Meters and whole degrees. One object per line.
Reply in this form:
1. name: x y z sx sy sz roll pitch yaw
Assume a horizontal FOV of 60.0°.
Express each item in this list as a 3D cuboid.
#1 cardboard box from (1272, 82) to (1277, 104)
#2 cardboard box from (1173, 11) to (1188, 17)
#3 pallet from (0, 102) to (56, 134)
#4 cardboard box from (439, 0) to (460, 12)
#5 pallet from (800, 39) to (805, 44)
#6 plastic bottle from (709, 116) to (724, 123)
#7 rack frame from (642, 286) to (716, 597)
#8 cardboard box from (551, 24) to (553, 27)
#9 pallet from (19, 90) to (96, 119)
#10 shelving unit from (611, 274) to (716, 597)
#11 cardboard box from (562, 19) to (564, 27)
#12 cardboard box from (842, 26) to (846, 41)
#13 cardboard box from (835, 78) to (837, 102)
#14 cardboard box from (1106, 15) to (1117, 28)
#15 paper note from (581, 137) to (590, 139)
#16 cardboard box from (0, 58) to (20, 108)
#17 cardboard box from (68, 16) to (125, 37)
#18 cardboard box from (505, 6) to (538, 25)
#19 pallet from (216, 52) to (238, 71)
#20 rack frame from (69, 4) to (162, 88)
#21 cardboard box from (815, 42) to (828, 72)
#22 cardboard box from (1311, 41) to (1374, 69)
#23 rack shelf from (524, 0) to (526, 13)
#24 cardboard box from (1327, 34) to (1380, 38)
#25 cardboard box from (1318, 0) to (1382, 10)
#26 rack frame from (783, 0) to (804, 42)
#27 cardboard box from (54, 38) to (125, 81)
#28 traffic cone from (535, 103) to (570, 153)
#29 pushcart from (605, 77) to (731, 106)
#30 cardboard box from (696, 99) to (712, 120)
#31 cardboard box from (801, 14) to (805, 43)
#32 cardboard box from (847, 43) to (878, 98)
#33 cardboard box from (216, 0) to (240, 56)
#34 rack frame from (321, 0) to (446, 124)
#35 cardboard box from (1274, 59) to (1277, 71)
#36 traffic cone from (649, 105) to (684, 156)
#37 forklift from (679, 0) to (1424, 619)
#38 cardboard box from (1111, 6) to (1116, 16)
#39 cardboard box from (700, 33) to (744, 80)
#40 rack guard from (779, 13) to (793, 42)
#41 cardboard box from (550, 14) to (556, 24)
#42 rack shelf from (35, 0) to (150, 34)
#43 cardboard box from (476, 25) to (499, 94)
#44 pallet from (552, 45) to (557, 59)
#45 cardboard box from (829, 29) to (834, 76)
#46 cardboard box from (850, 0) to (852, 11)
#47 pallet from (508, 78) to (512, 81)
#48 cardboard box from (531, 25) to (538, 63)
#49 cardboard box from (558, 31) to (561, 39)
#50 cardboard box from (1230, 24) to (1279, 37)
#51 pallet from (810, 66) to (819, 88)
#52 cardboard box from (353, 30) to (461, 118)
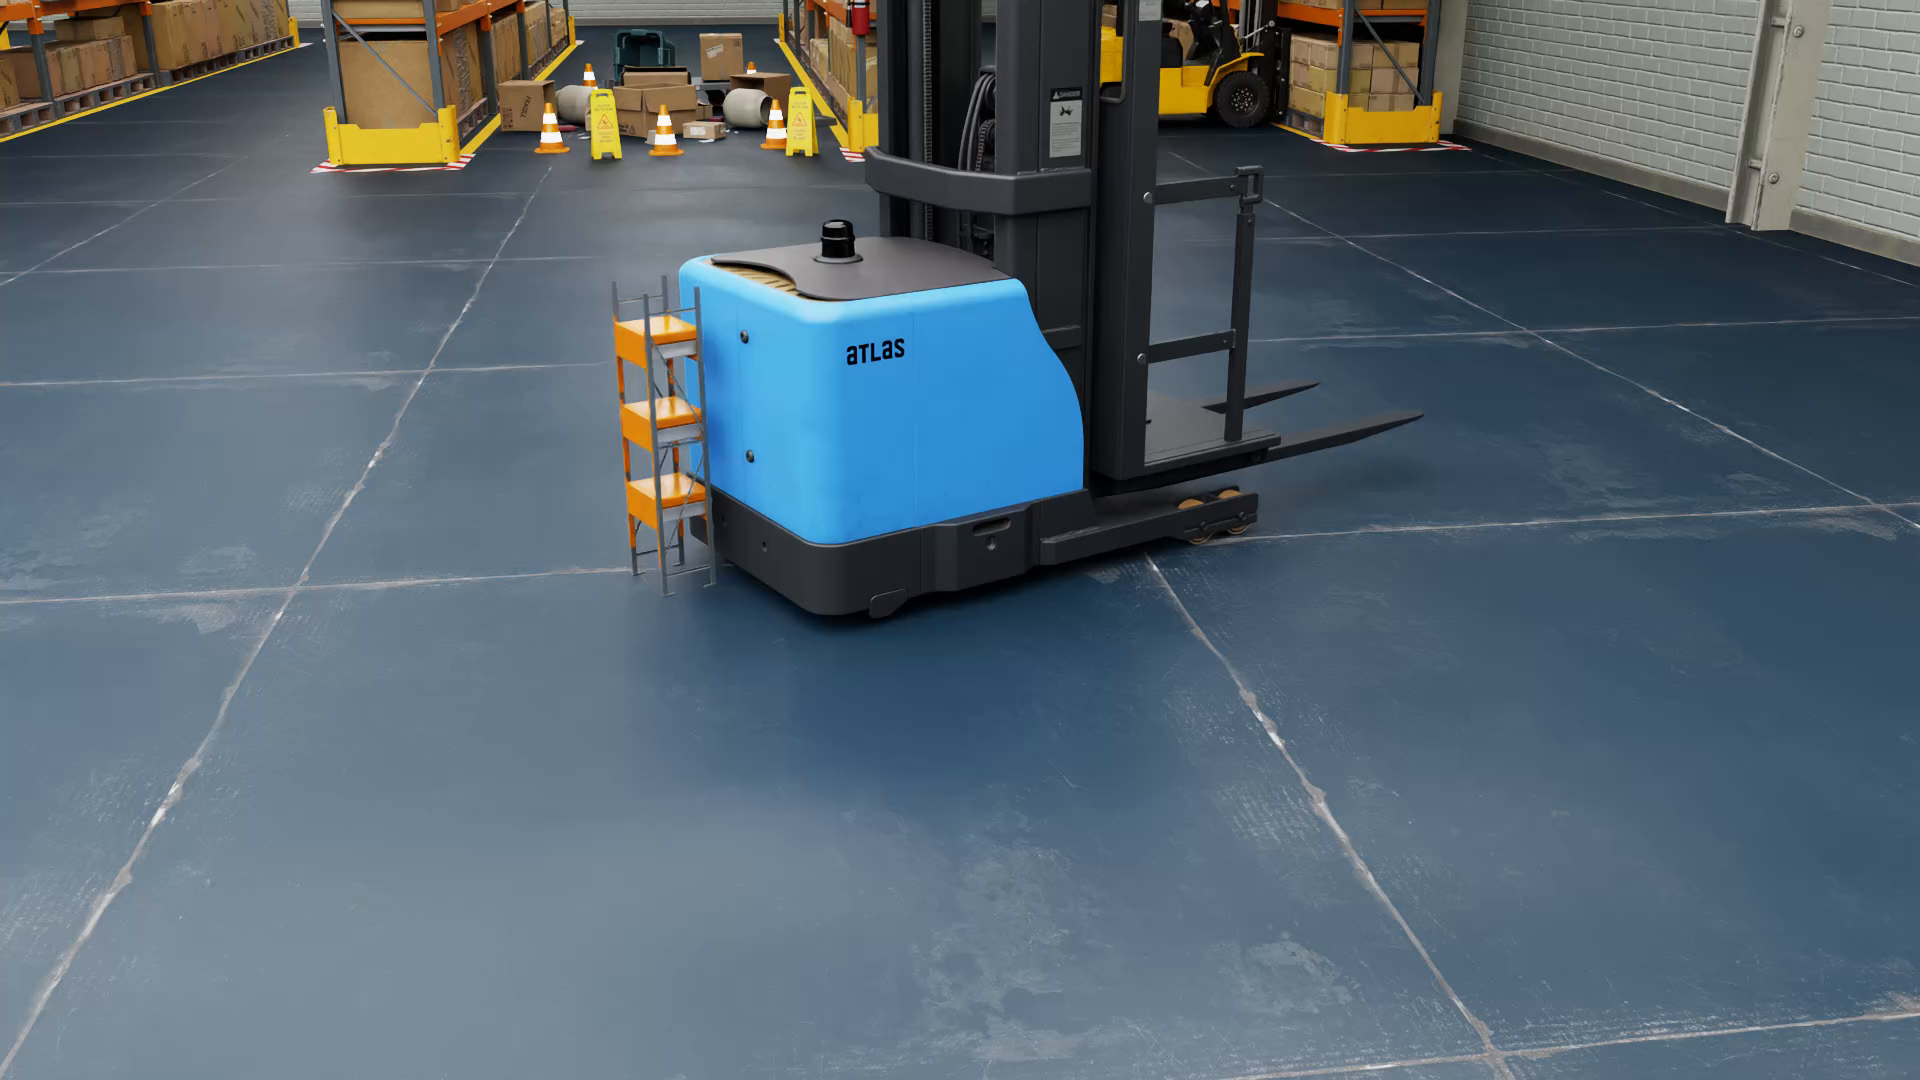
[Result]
1. cardboard box: 3.787 -5.159 19.072 0.500 0.250 0.500 -2 21 -6
2. cardboard box: 3.458 -7.968 25.307 0.380 0.149 0.250 -2 21 -6
3. pallet: -10.773 -4.675 18.431 1.003 0.211 1.213 -3 21 -8
4. cardboard box: -5.561 -5.628 16.784 0.875 0.550 0.550 -3 21 -8
5. pallet: -2.283 -8.443 28.519 1.003 0.211 1.213 -3 21 -8
6. plastic bottle: -2.768 -4.794 18.964 0.133 0.061 0.283 1 20 2
7. rack frame: -0.935 -0.317 5.563 0.200 1.050 0.008 -14 25 -33
8. cardboard box: -7.119 -8.695 28.258 0.380 0.149 0.250 -2 21 -5
9. pallet: -11.018 -5.175 19.771 1.003 0.211 1.213 -3 21 -8
10. shelving unit: -1.005 -0.351 5.656 0.215 1.050 0.252 -14 25 -33
11. cardboard box: -7.276 -9.234 29.703 0.380 0.149 0.250 -4 21 -10
12. cardboard box: -1.047 -5.366 17.627 0.380 0.149 0.250 -3 21 -7
13. cardboard box: -1.192 -5.218 19.230 0.500 0.250 0.500 -2 21 -5
14. cardboard box: 2.661 -8.223 26.919 0.500 0.500 0.500 -4 21 -9
15. paper note: -3.945 -4.265 17.593 0.144 0.017 0.142 4 21 11
16. cardboard box: -10.886 -5.097 18.549 0.500 0.500 0.500 -4 21 -9
17. cardboard box: -11.355 -6.753 21.882 0.500 0.250 0.500 -2 21 -6
18. cardboard box: -6.550 -7.788 24.681 0.500 0.250 0.500 -3 21 -7
19. pallet: -11.872 -7.412 25.760 1.003 0.211 1.213 -3 21 -8
20. rack frame: -11.481 -7.597 22.269 1.000 3.000 0.127 -3 21 -8
21. cardboard box: -1.489 -6.611 22.786 0.950 0.372 0.625 -3 21 -9
22. cardboard box: 4.015 -5.099 17.483 0.500 0.250 0.500 -2 21 -6
23. rack shelf: -6.847 -8.168 24.825 1.077 0.370 4.000 -3 21 -8
24. cardboard box: 4.371 -5.478 18.497 0.500 0.250 0.500 -3 21 -8
25. cardboard box: 4.059 -5.783 17.269 0.500 0.500 0.500 -3 21 -9
26. rack frame: -2.828 -10.867 31.024 1.000 3.000 0.127 -3 21 -8
27. cardboard box: -11.272 -6.210 21.499 0.700 0.500 0.500 -5 21 -12
28. traffic cone: -4.077 -4.109 16.557 0.336 0.463 0.334 -3 21 -8
29. pushcart: -3.347 -5.351 20.004 1.648 0.377 0.936 -11 23 -26
30. cardboard box: -3.104 -5.041 19.333 0.396 0.266 0.258 17 27 39
31. cardboard box: -2.236 -8.701 28.287 0.875 0.438 0.875 -3 21 -9
32. cardboard box: -0.895 -4.851 17.175 0.500 0.500 0.500 -3 21 -7
33. cardboard box: -11.946 -7.963 25.685 1.225 0.875 0.875 -3 21 -8
34. rack frame: -5.405 -5.042 15.429 1.000 3.000 0.127 -3 21 -8
35. cardboard box: 3.785 -5.399 19.001 0.500 0.250 0.500 -3 21 -8
36. traffic cone: -2.909 -4.049 16.395 0.336 0.463 0.334 -3 21 -8
37. forklift: 0.517 -1.495 6.031 3.031 2.935 1.130 -13 24 -32
38. cardboard box: 2.665 -8.562 26.900 0.380 0.149 0.250 -3 21 -8
39. cardboard box: -2.855 -5.795 19.936 0.500 0.500 0.500 -3 21 -8
40. rack guard: -2.831 -9.704 31.483 1.175 0.500 0.348 -3 21 -8
41. cardboard box: -7.062 -8.832 28.199 0.380 0.149 0.250 -2 21 -7
42. rack shelf: -11.193 -6.568 20.541 1.077 0.370 4.000 -3 21 -8
43. cardboard box: -6.160 -5.780 20.021 1.050 0.750 0.750 -3 21 -8
44. pallet: -7.267 -8.122 27.659 1.003 0.211 1.213 -3 21 -8
45. cardboard box: -1.280 -5.754 19.593 0.500 0.500 0.500 -2 21 -5
46. cardboard box: -0.933 -5.410 16.773 0.380 0.149 0.250 -3 21 -8
47. pallet: -6.347 -5.808 21.464 1.003 0.211 1.213 -3 21 -8
48. cardboard box: -6.484 -7.270 24.365 0.500 0.500 0.500 -3 21 -7
49. cardboard box: -7.172 -8.826 29.035 0.380 0.149 0.250 -3 21 -7
50. cardboard box: 3.573 -6.157 20.315 0.500 0.250 0.500 -3 21 -9
51. pallet: -1.563 -6.520 23.371 1.003 0.211 1.213 -3 21 -8
52. cardboard box: -5.697 -4.780 17.163 0.875 0.875 0.875 -3 21 -9
